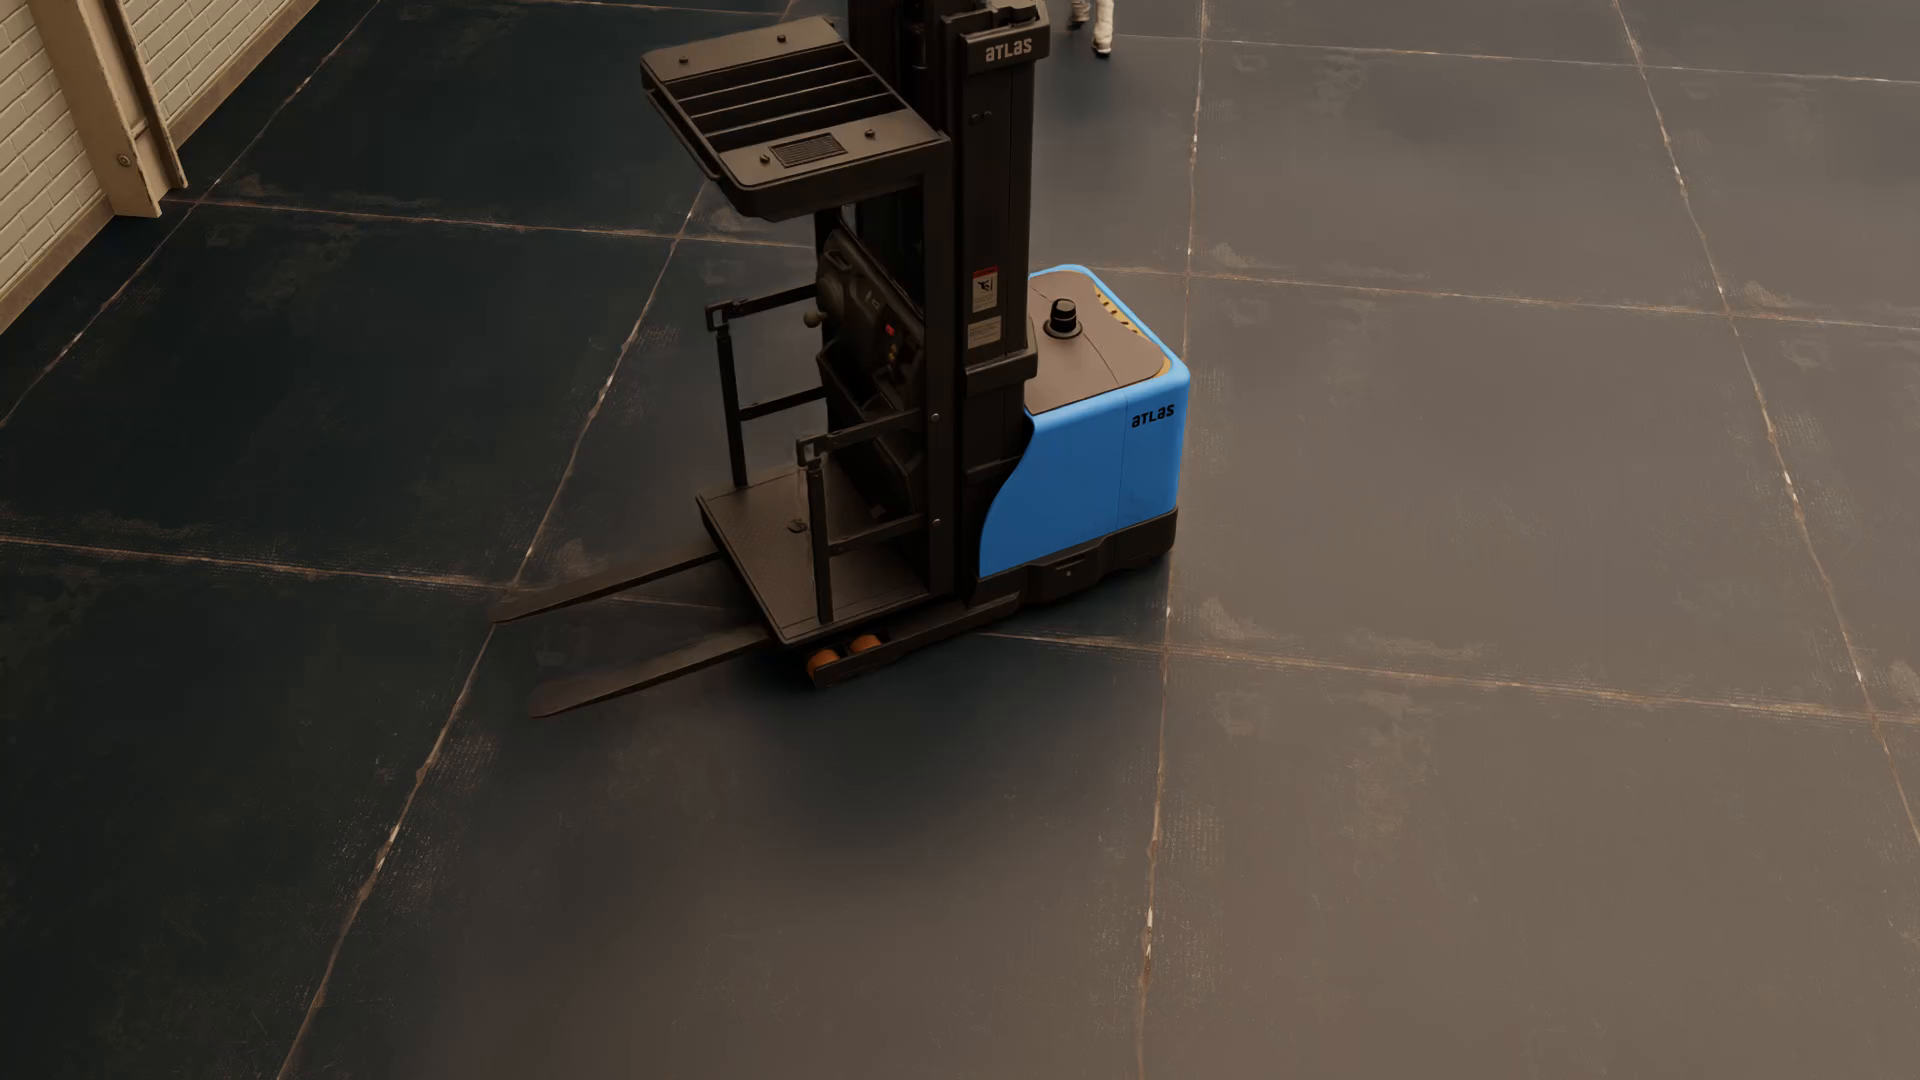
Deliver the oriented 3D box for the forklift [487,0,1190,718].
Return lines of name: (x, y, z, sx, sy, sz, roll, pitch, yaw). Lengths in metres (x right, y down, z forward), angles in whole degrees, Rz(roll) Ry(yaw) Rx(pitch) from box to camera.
forklift: (-0.550, -0.853, 6.653, 3.031, 2.935, 1.130, -19, 46, -19)

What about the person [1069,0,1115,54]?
person: (0.927, -4.123, 11.231, 0.519, 1.629, 0.875, -6, 43, -7)
